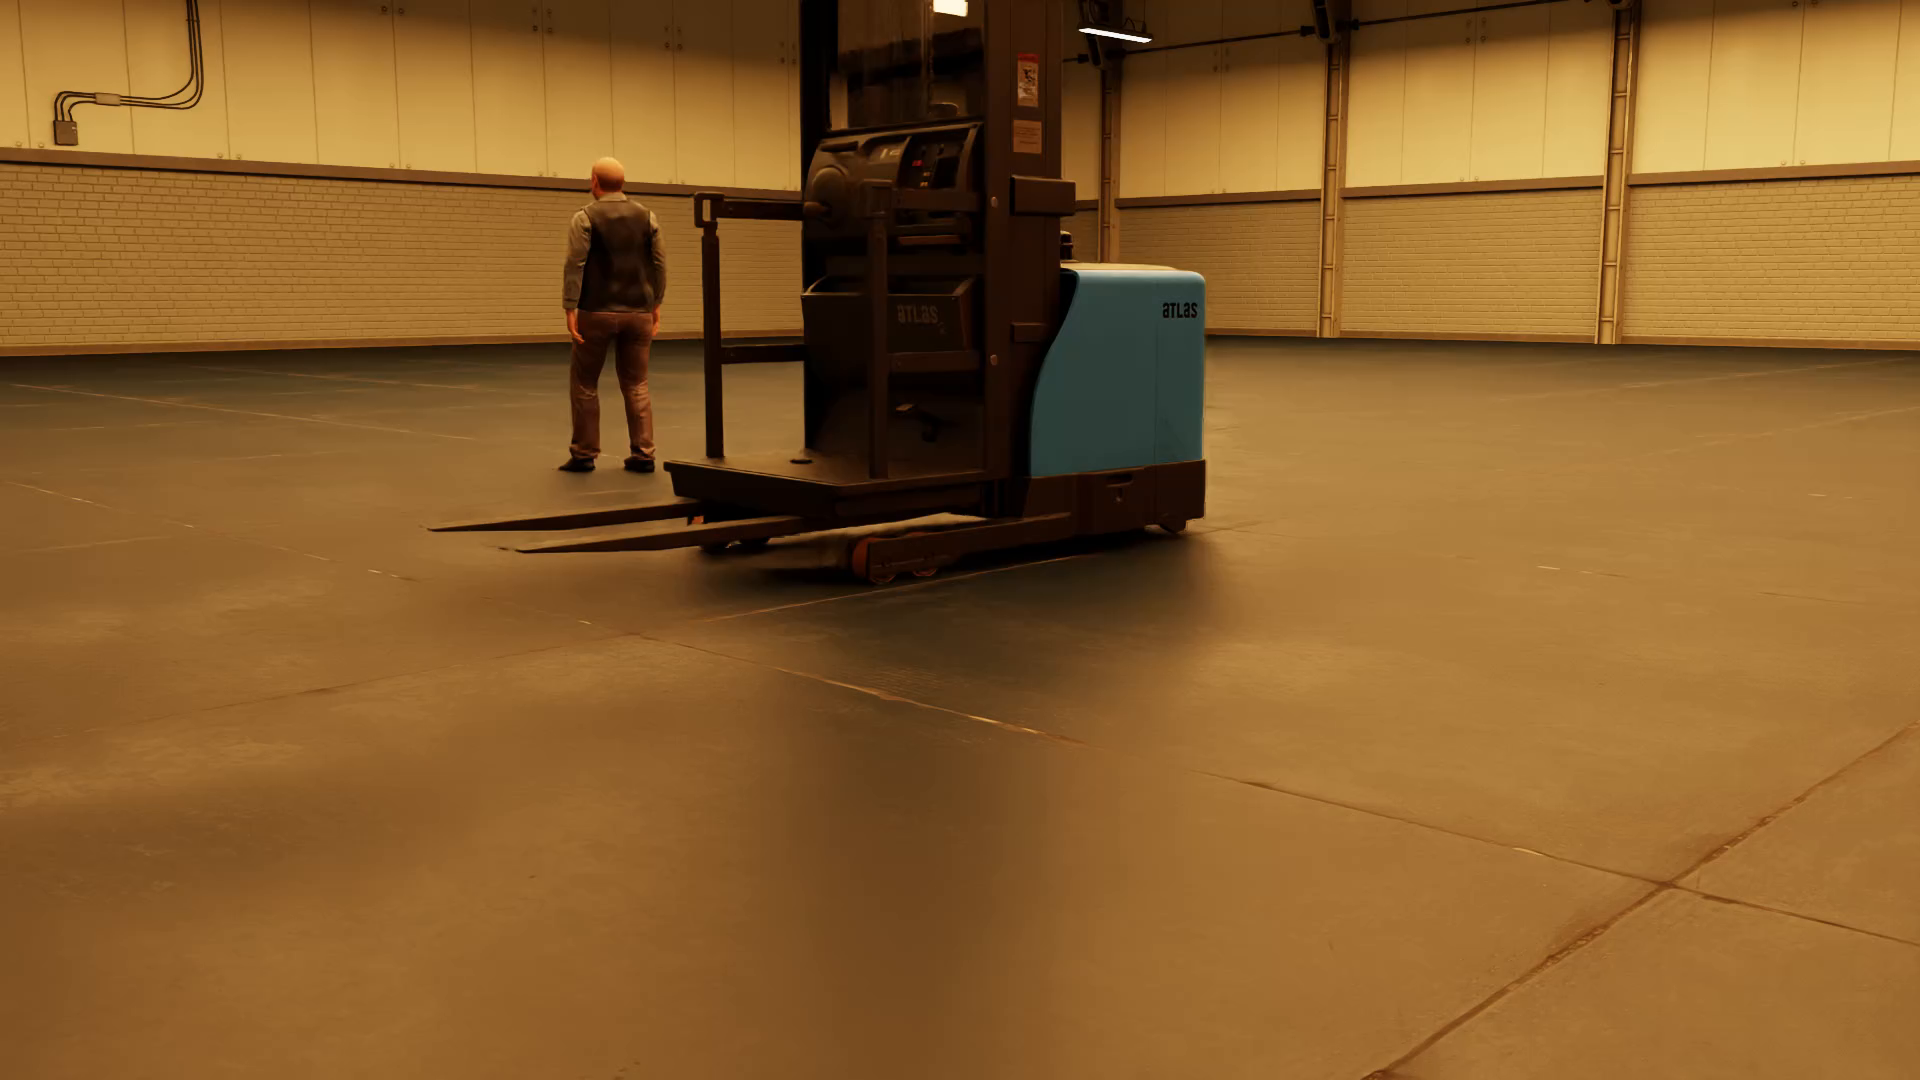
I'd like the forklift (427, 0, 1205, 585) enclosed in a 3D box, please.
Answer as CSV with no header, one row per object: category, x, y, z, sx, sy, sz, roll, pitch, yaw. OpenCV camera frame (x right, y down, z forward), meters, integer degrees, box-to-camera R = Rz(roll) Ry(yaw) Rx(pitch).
forklift,-0.417,-1.383,6.060,3.031,2.935,1.130,-8,12,-42

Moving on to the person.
person,-1.945,-1.226,9.235,0.614,1.751,0.513,-6,10,-33
